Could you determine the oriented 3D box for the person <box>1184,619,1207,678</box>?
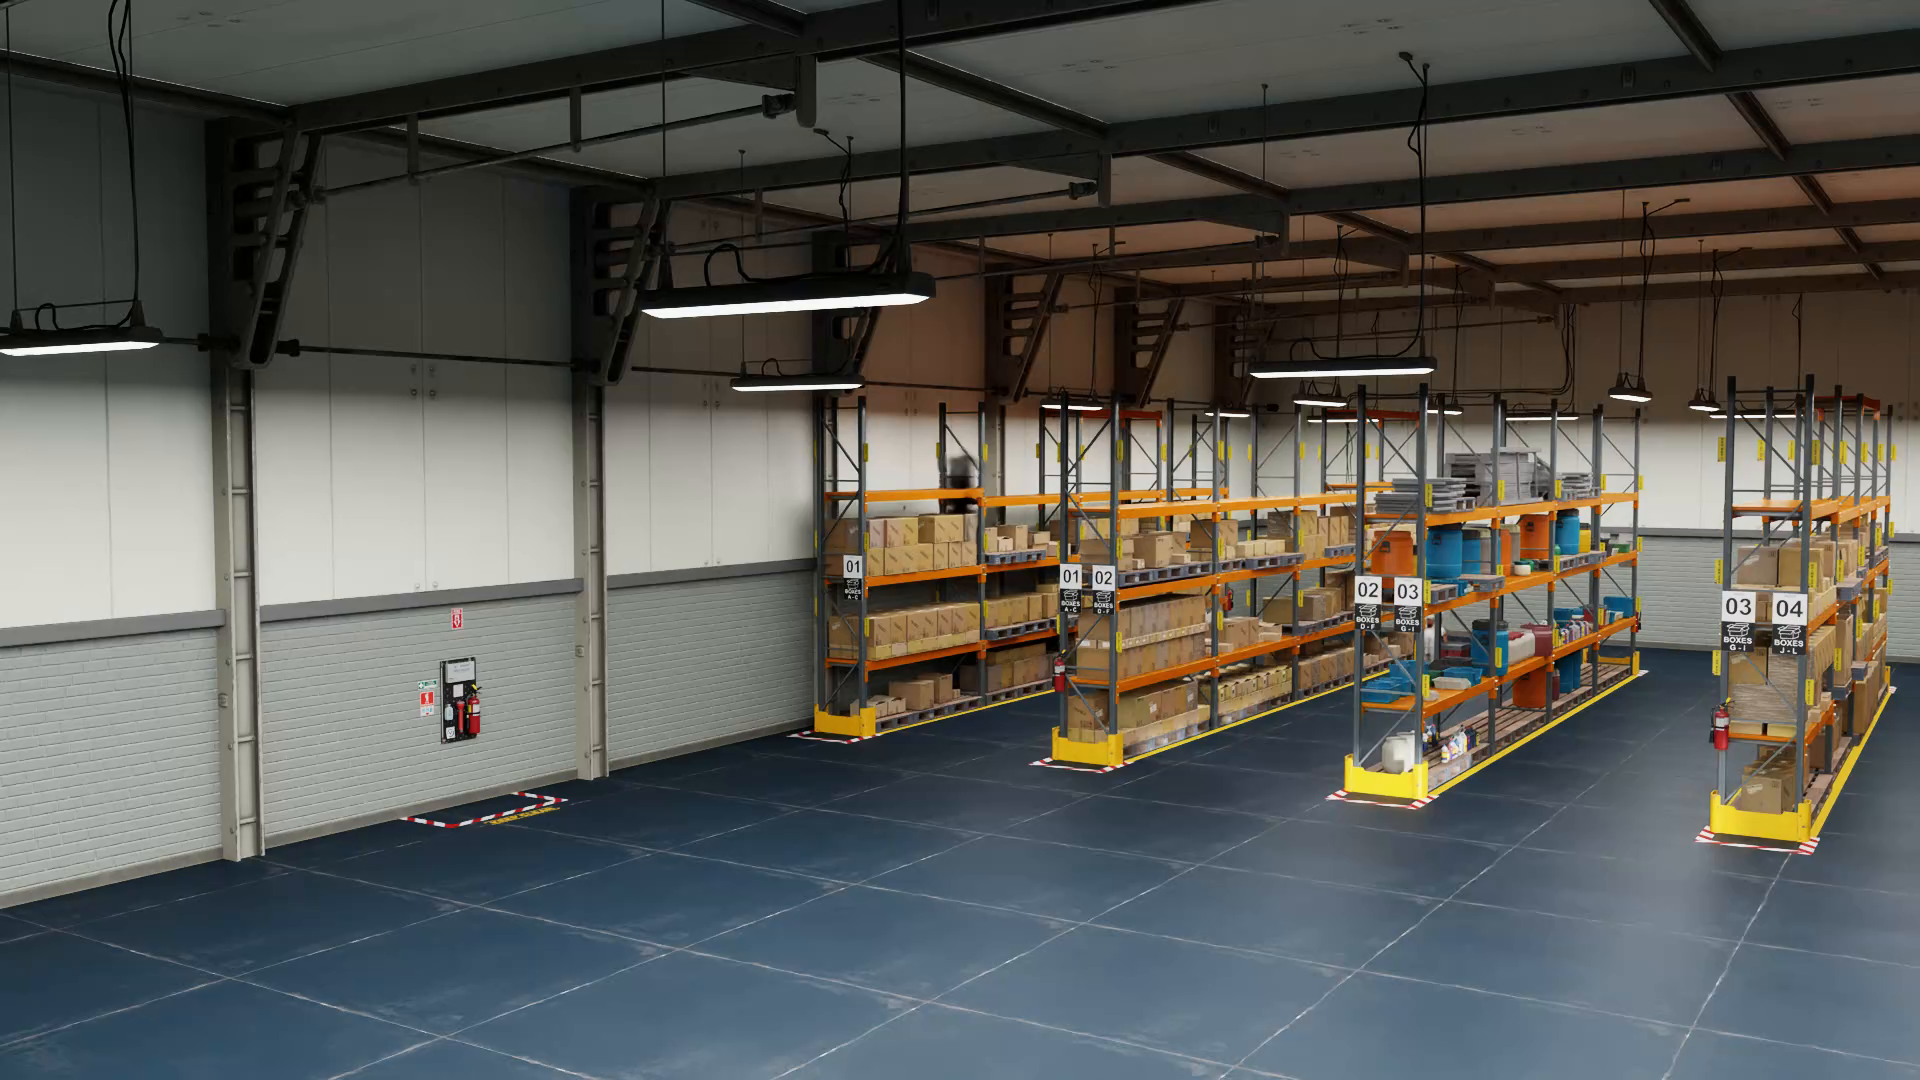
[{"bbox_3d":[5.159,2.197,37.211,0.569,1.741,0.845,2,3,30],"label":"person"}]

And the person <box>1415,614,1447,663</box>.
[{"bbox_3d":[9.726,2.371,34.373,0.588,1.717,0.840,2,3,28],"label":"person"}]
